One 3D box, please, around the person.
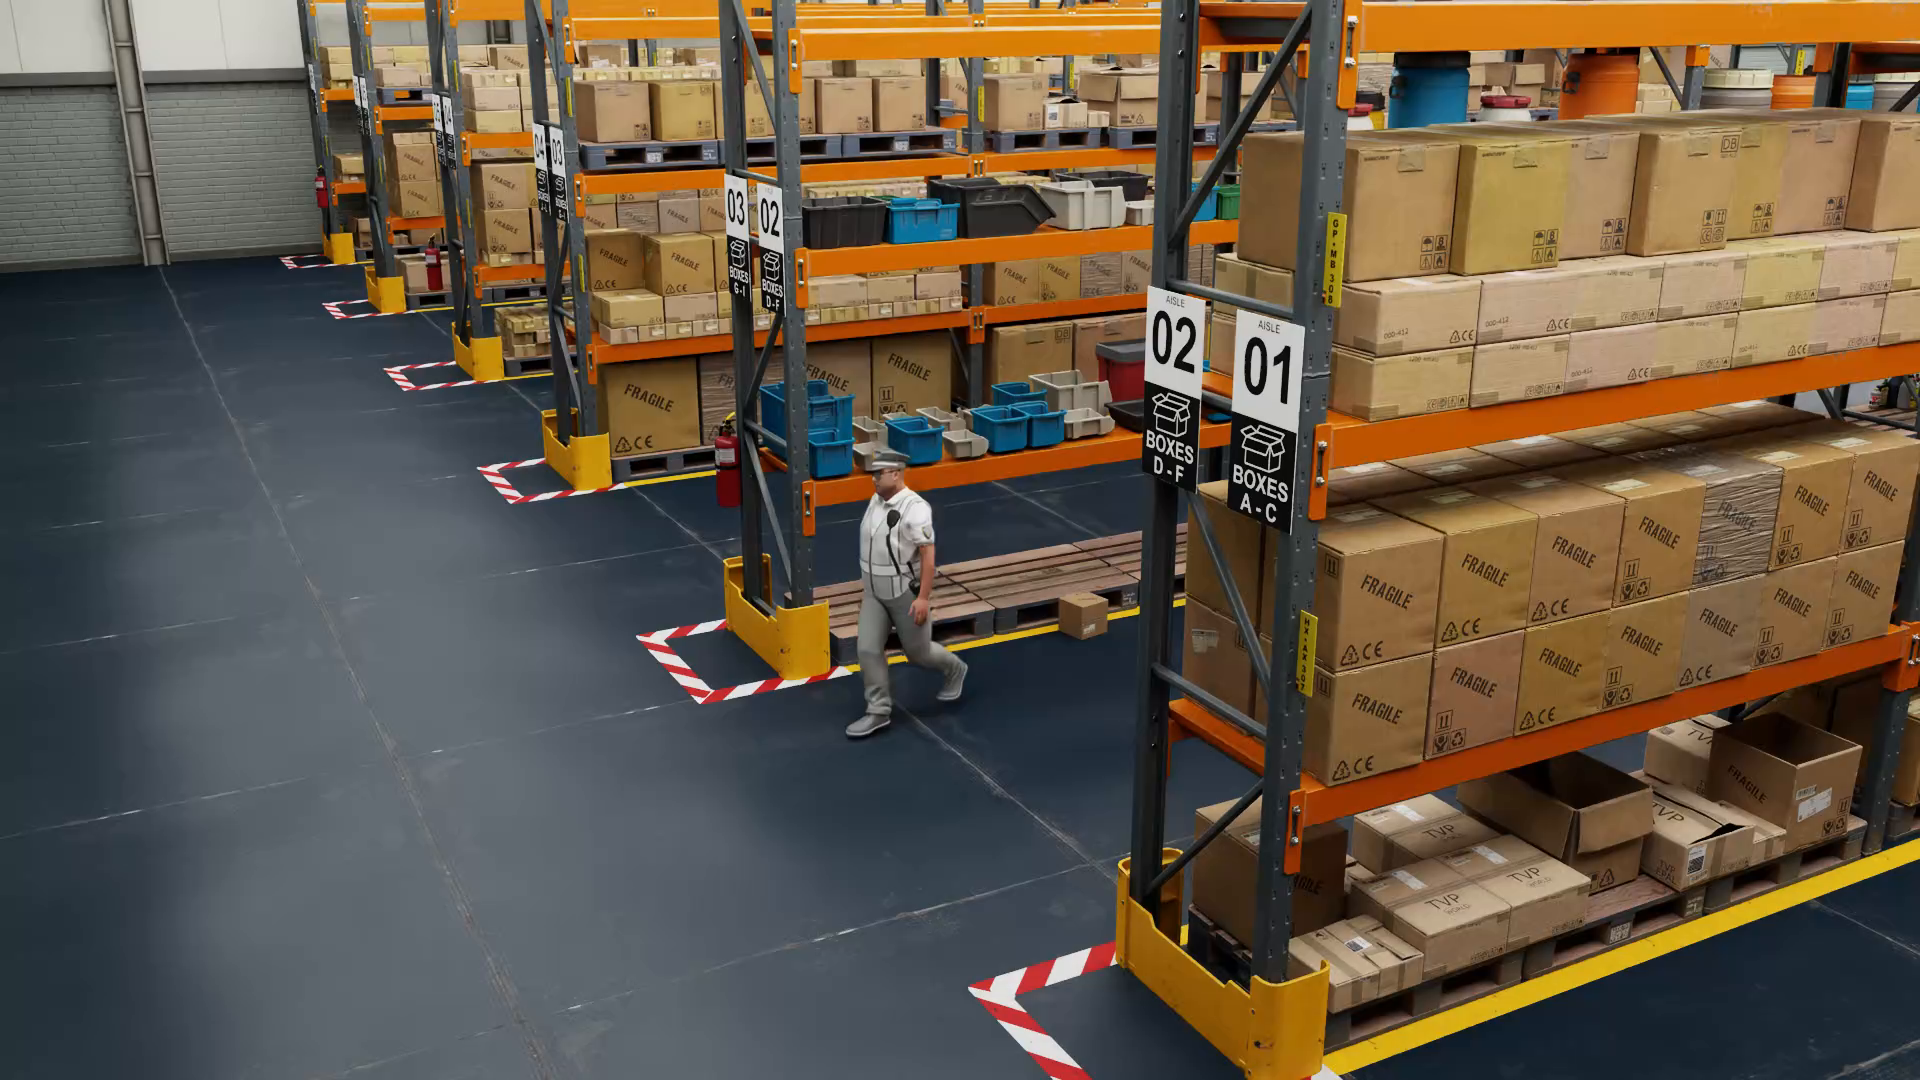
[{"bbox_3d":[-0.355,0.289,10.160,0.586,1.717,0.911,17,25,41],"label":"person"}]
